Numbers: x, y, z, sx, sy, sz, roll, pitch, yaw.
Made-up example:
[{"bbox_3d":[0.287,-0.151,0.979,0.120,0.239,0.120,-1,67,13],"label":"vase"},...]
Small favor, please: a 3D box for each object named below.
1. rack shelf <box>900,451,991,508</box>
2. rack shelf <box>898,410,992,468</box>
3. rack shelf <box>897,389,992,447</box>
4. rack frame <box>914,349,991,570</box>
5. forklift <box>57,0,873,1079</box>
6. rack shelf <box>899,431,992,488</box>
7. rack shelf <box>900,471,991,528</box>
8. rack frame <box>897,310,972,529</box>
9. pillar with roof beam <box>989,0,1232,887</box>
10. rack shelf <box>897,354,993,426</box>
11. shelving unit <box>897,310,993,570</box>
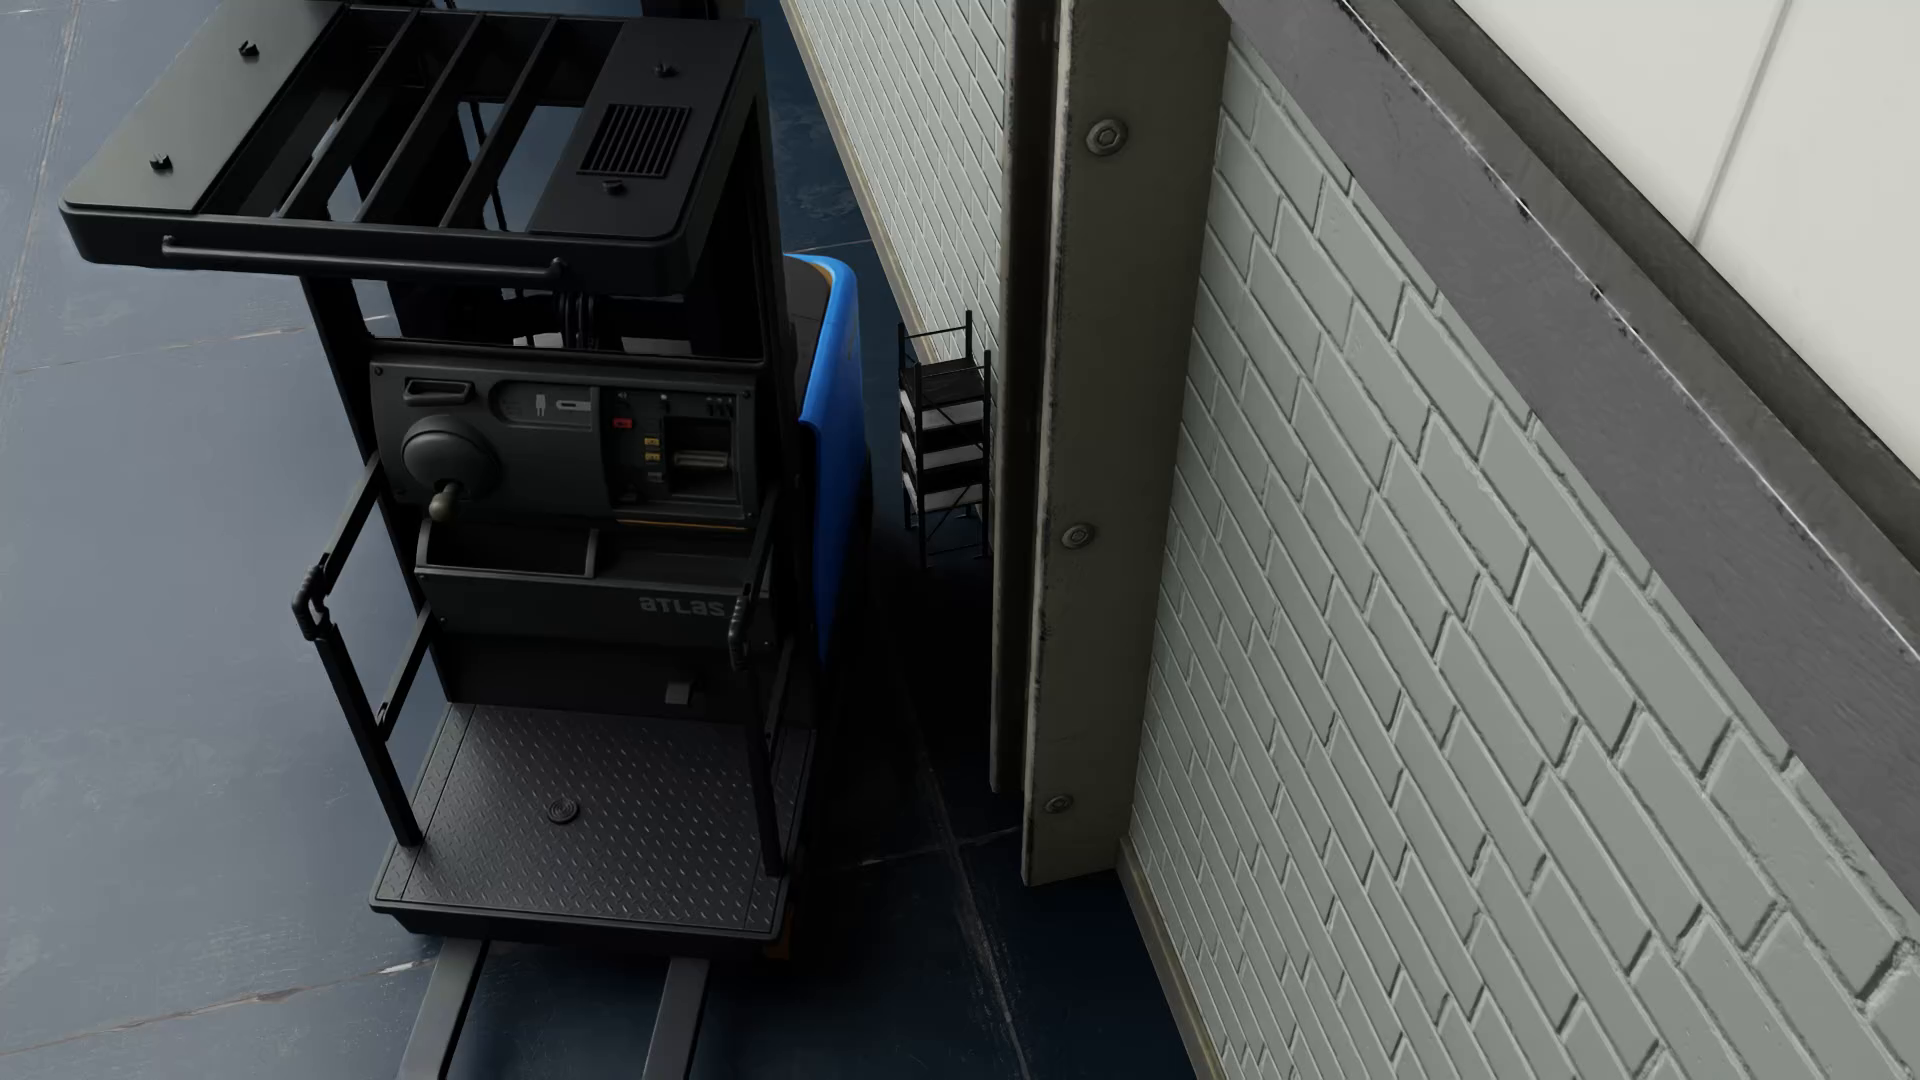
[{"bbox_3d":[-0.049,-0.223,5.511,0.258,0.077,0.200,-12,47,-11],"label":"rack shelf"},{"bbox_3d":[-0.049,-0.349,5.383,0.258,0.077,0.200,-12,47,-11],"label":"rack shelf"},{"bbox_3d":[-0.050,-0.412,5.318,0.258,0.077,0.200,-12,47,-11],"label":"rack shelf"},{"bbox_3d":[-0.021,-0.240,5.355,0.240,0.900,0.006,-12,47,-11],"label":"rack frame"},{"bbox_3d":[-0.960,-0.129,3.824,1.130,2.935,3.031,4,46,4],"label":"forklift"},{"bbox_3d":[-0.049,-0.286,5.447,0.258,0.077,0.200,-12,47,-11],"label":"rack shelf"},{"bbox_3d":[-0.049,-0.160,5.576,0.258,0.077,0.200,-12,47,-11],"label":"rack shelf"},{"bbox_3d":[-0.077,-0.380,5.492,0.240,0.900,0.006,-12,47,-11],"label":"rack frame"},{"bbox_3d":[-3.875,-1.530,0.949,9.100,9.000,0.400,-11,47,-10],"label":"pillar with roof beam"},{"bbox_3d":[-0.050,-0.475,5.254,0.258,0.077,0.200,-12,47,-11],"label":"rack shelf"},{"bbox_3d":[-0.049,-0.310,5.423,0.258,0.900,0.210,-12,47,-11],"label":"shelving unit"}]
